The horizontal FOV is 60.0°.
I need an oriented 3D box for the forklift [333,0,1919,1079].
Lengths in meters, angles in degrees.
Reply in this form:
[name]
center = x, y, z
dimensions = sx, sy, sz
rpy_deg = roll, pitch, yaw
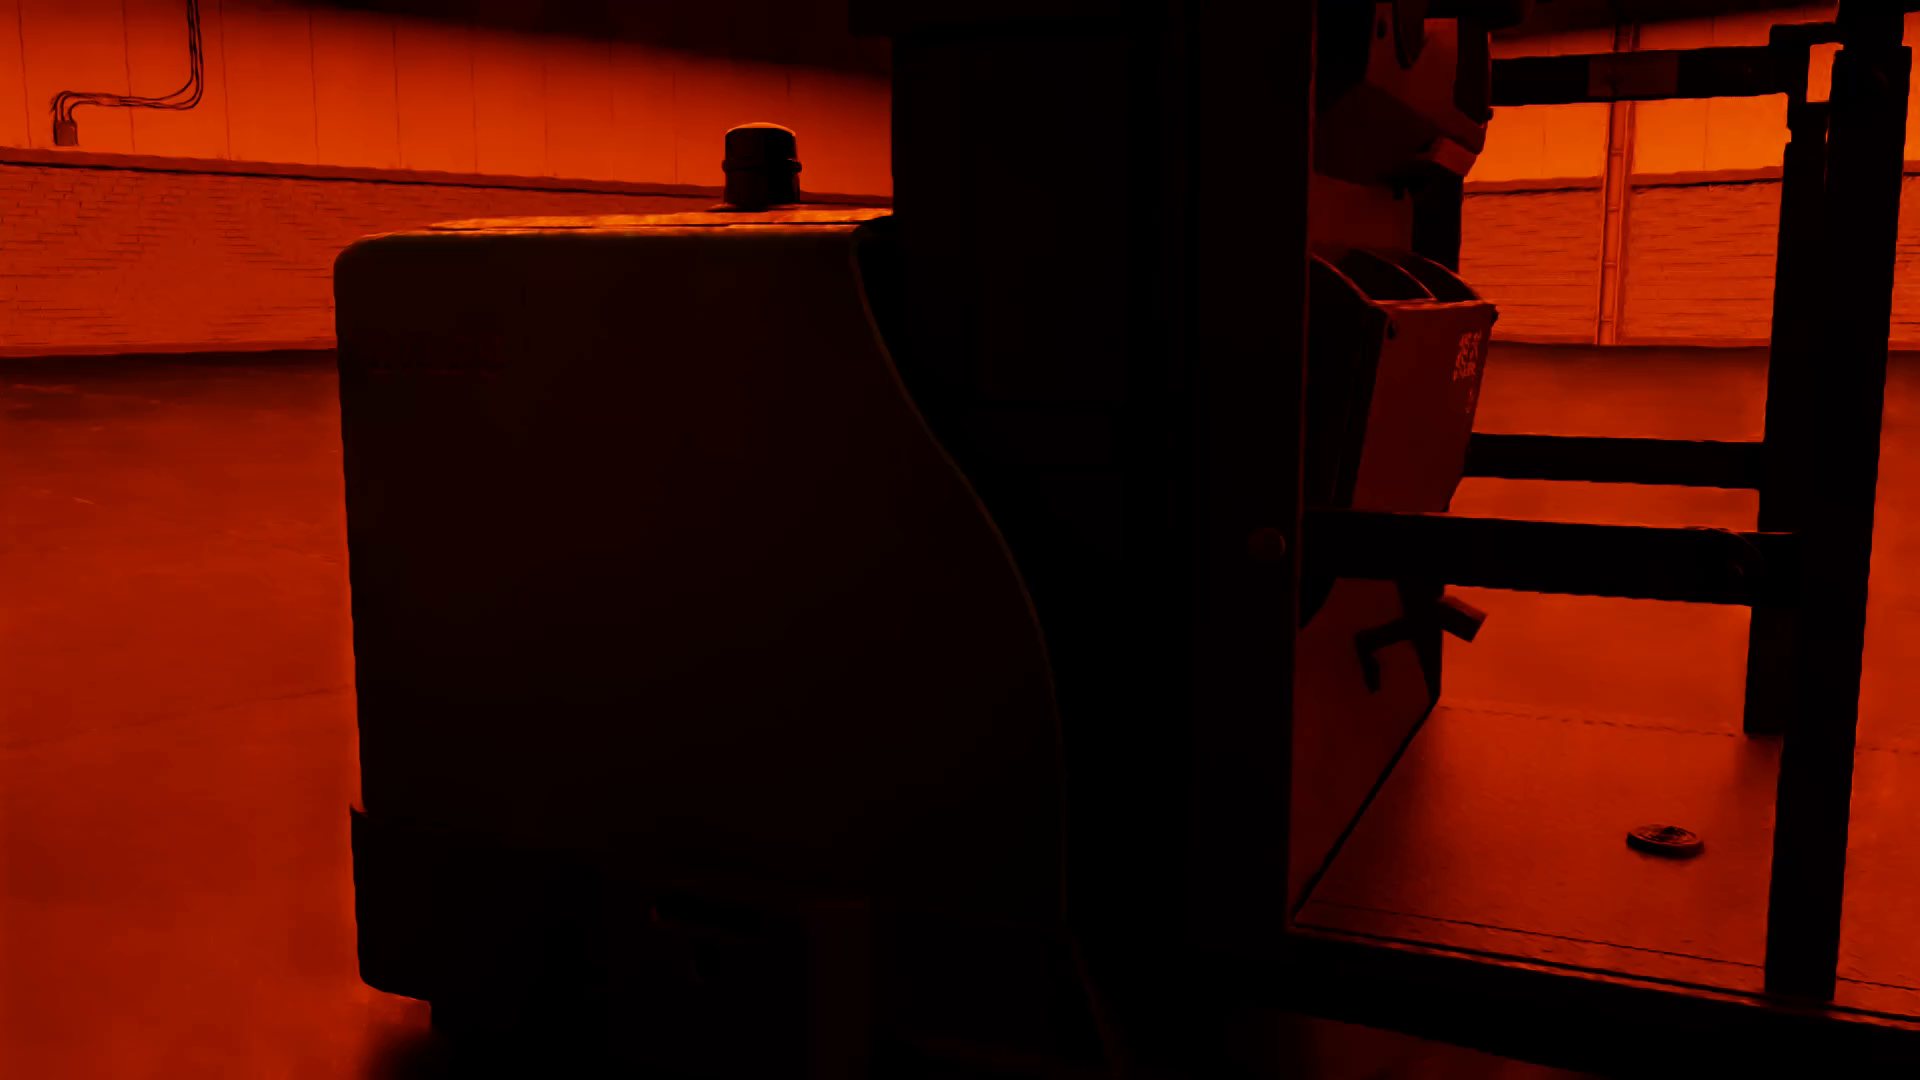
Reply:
[forklift]
center = 0.732, -0.760, 1.923
dimensions = 3.031, 2.935, 1.130
rpy_deg = 4, 9, 24
